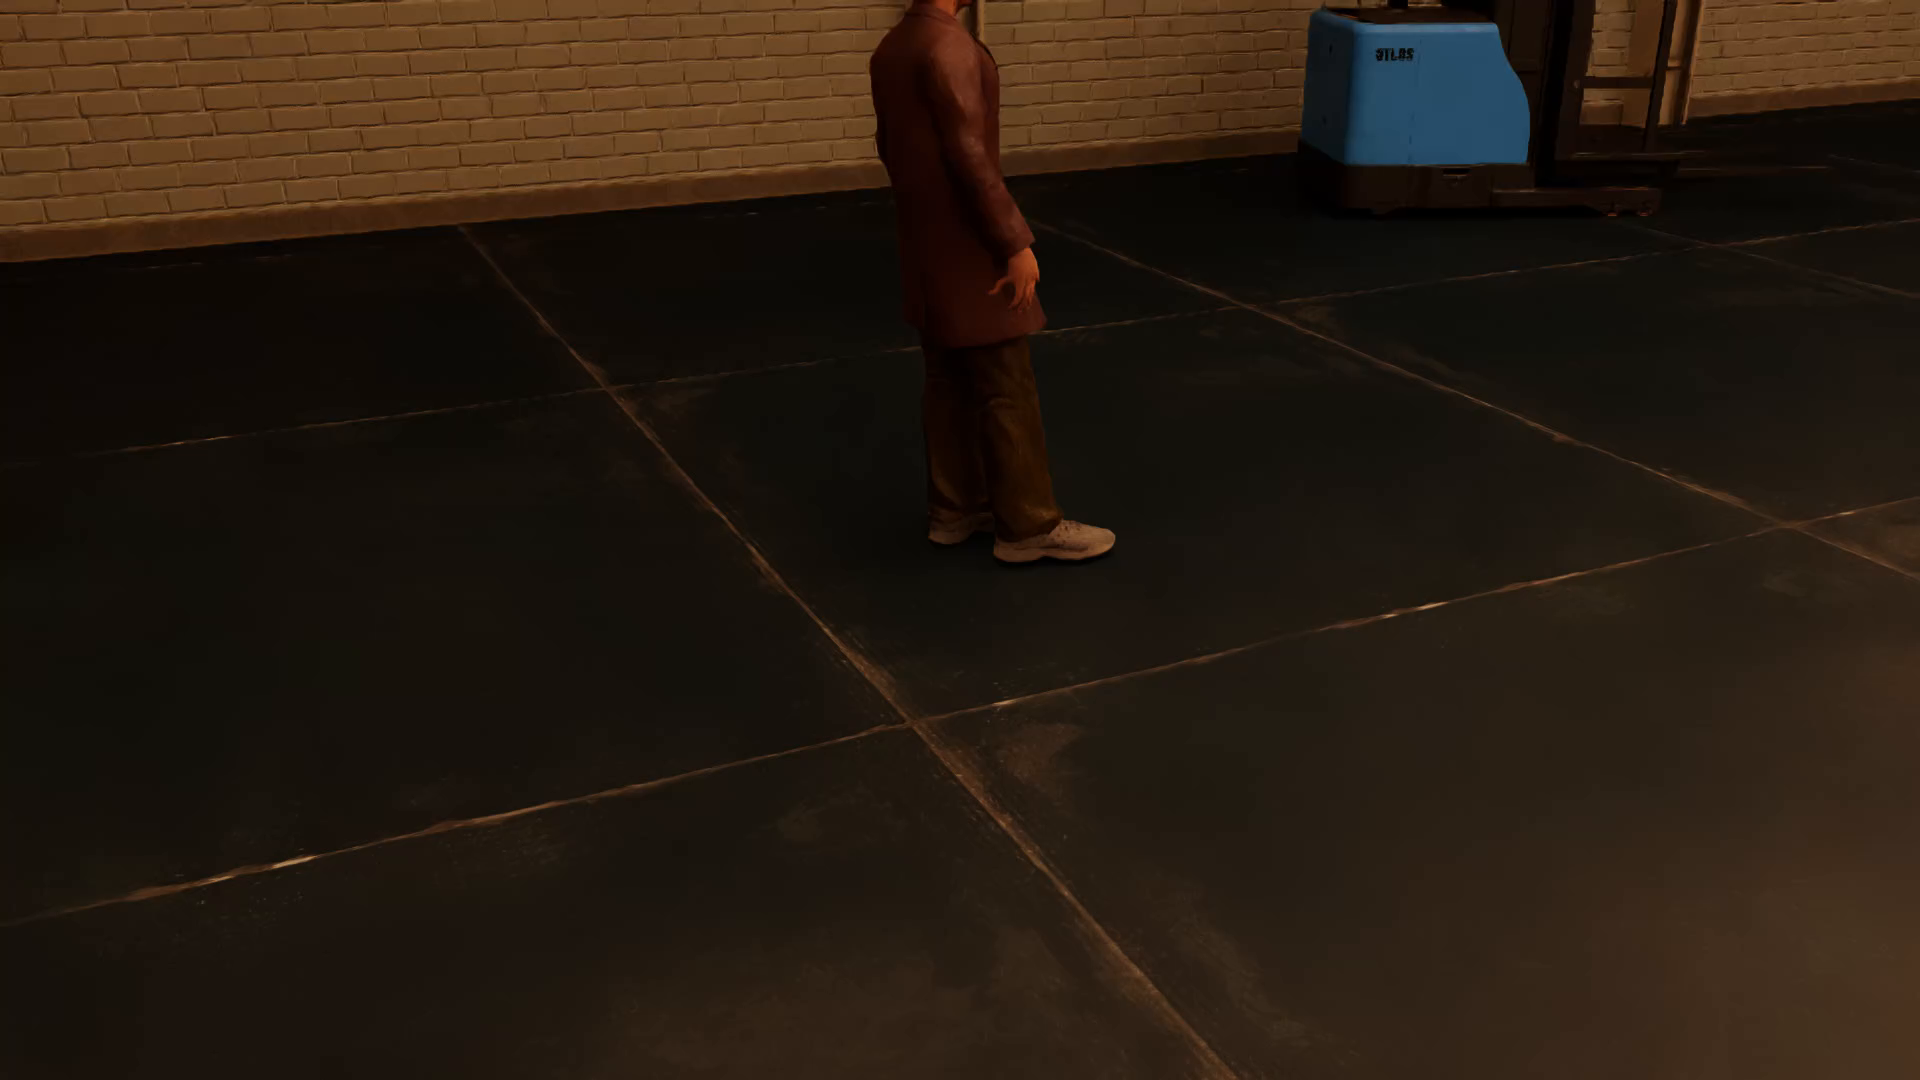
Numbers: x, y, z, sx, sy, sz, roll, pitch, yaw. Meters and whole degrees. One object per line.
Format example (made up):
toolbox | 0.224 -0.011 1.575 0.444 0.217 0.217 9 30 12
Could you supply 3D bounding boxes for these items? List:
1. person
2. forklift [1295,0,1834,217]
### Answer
person | 0.085 -0.841 4.795 0.580 1.776 0.694 -10 25 -23
forklift | 3.628 -3.423 9.526 3.031 2.935 1.130 -2 23 -5
